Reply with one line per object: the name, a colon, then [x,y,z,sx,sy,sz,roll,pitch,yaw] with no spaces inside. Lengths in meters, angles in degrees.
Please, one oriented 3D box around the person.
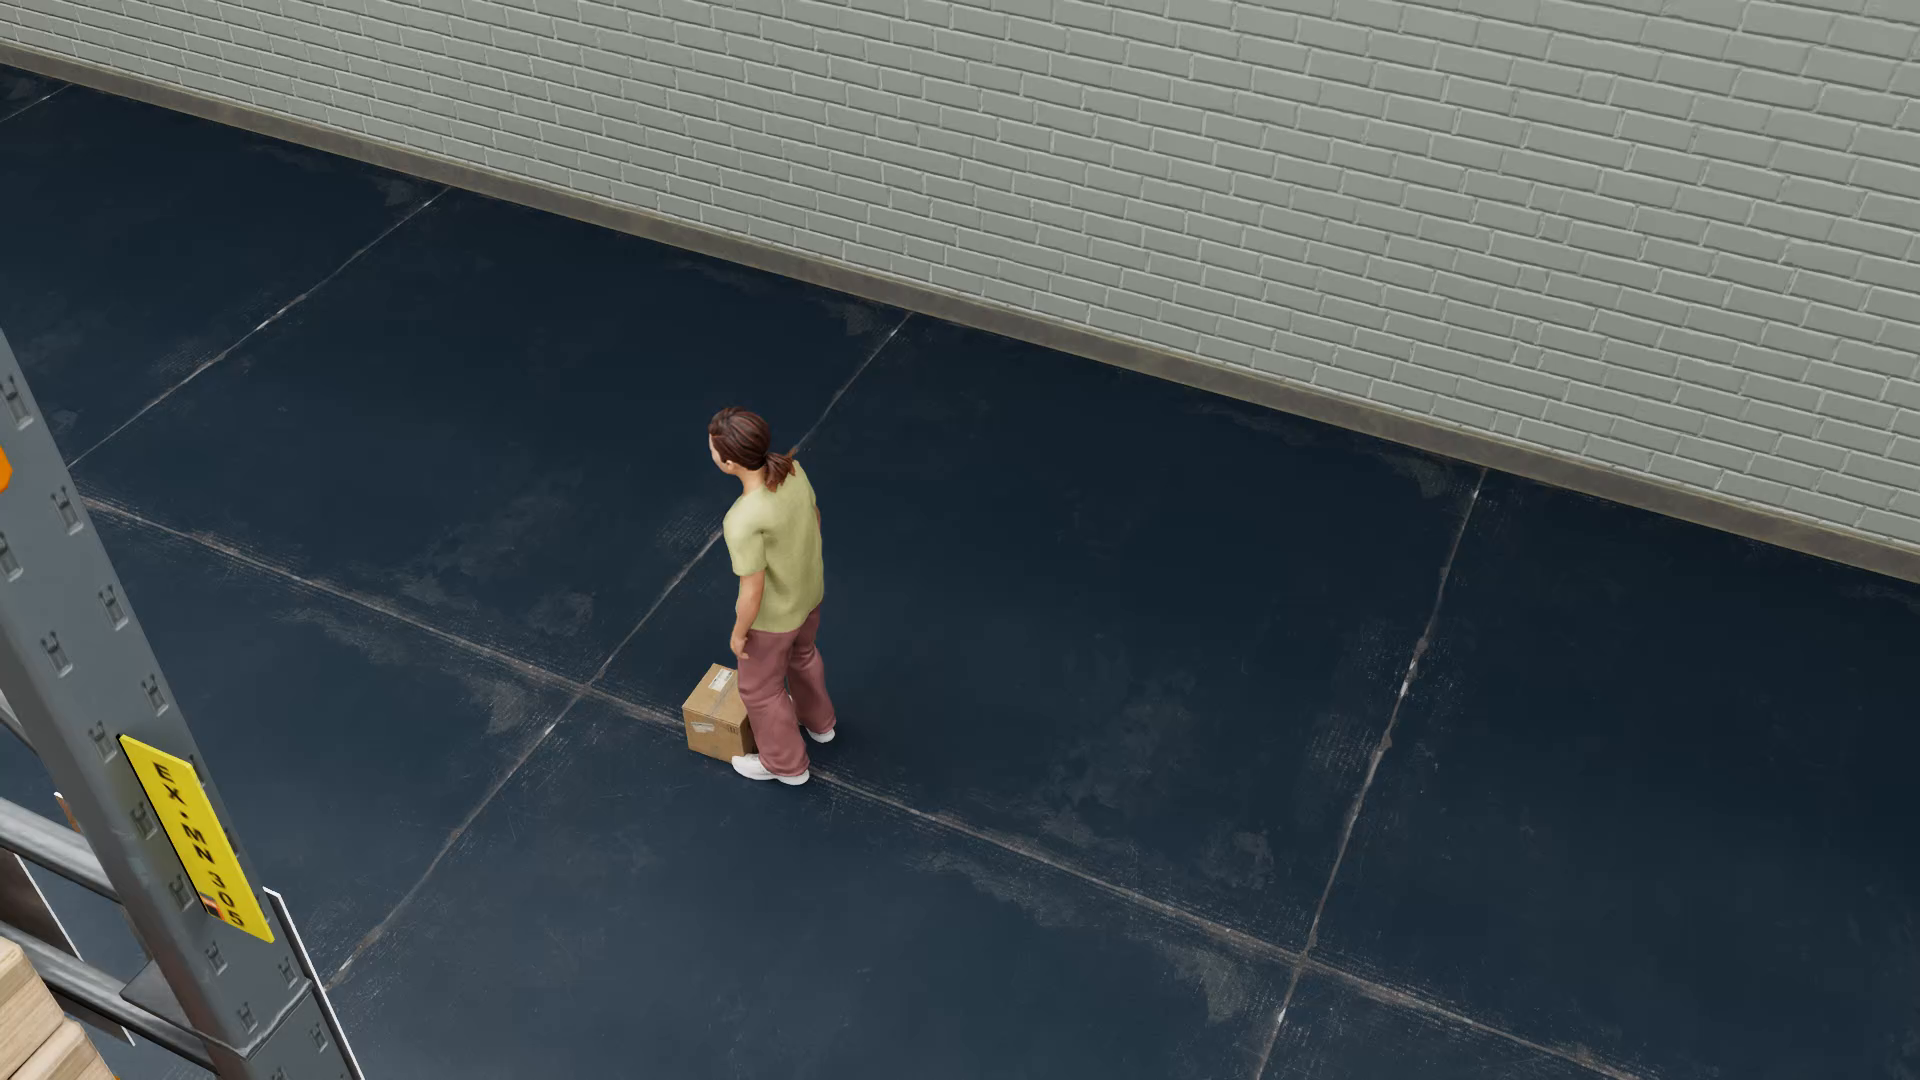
person: [-0.675,0.221,5.931,0.342,1.652,0.499,18,45,19]
